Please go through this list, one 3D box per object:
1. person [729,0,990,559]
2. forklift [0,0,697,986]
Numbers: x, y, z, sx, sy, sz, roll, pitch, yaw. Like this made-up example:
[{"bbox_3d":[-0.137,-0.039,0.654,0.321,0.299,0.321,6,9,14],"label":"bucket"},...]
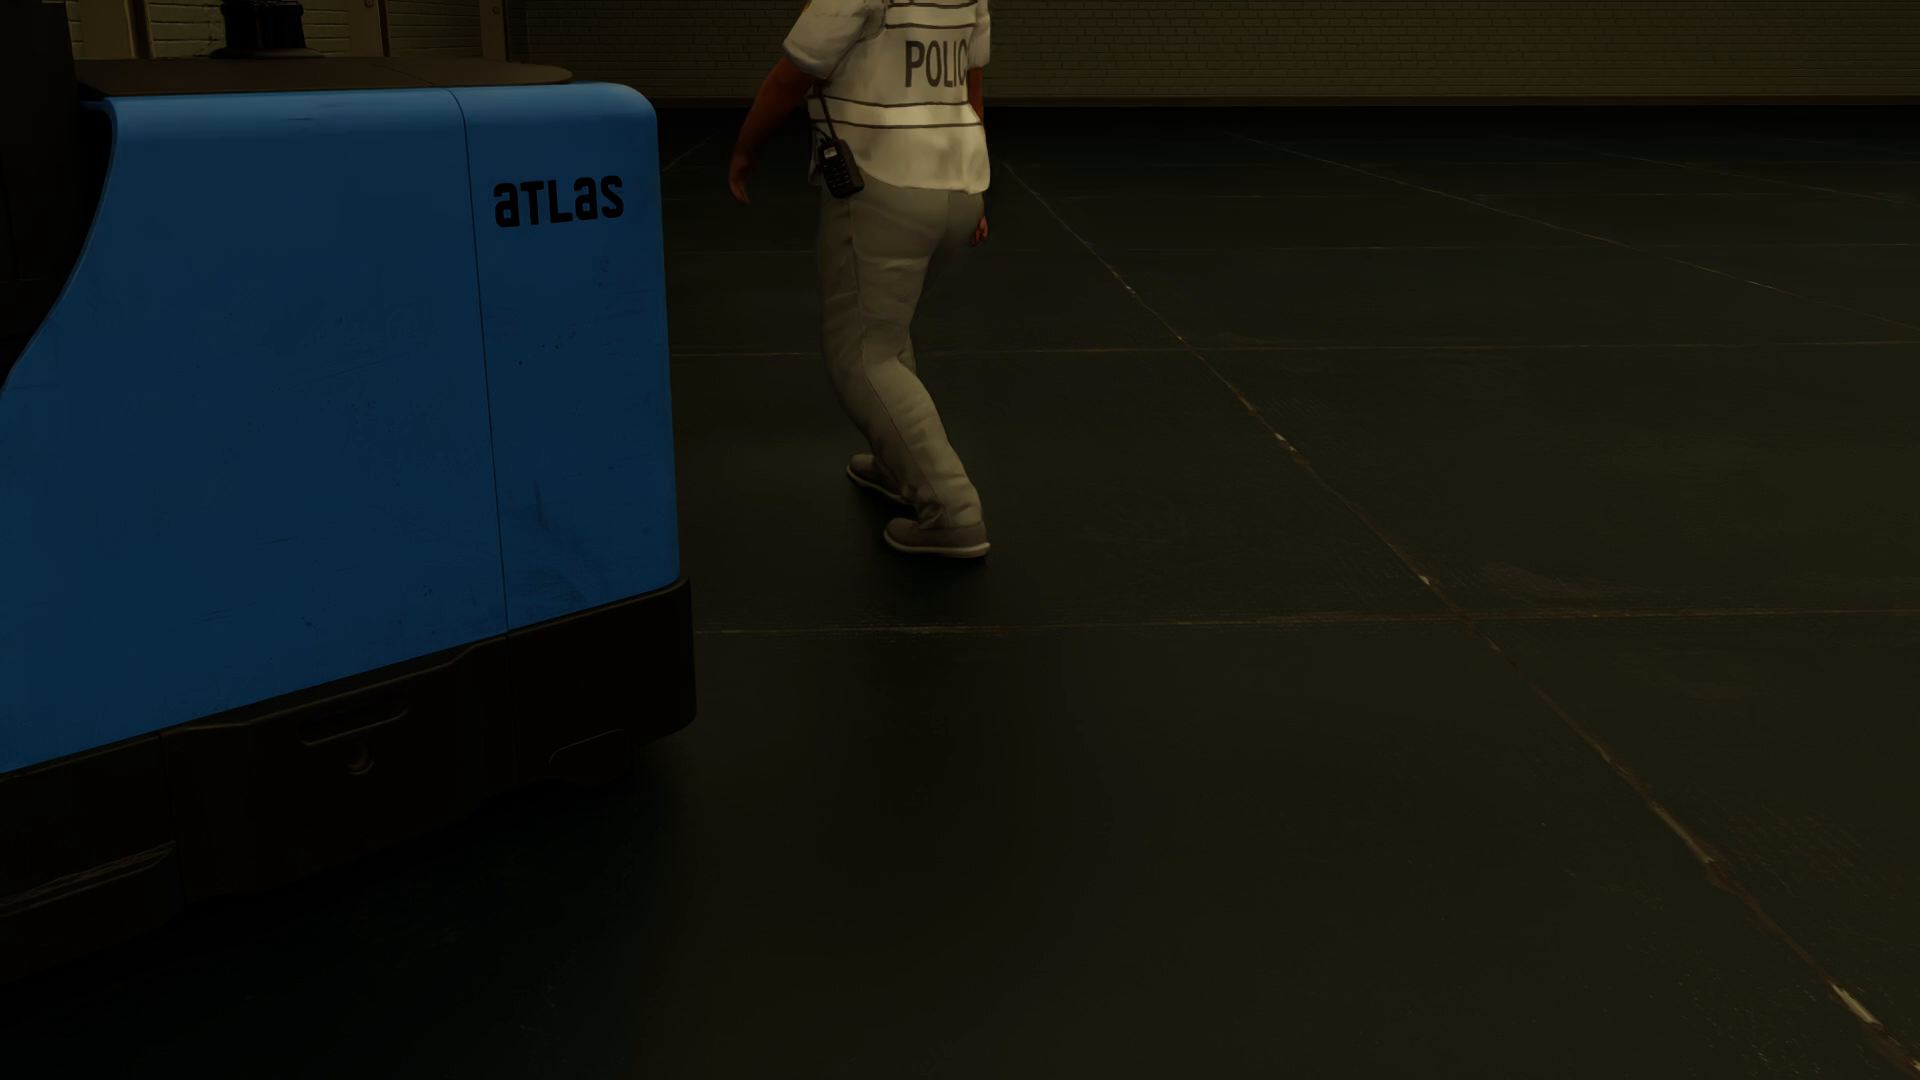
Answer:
[{"bbox_3d":[-0.156,-0.809,3.840,0.702,1.599,0.619,9,19,26],"label":"person"},{"bbox_3d":[-1.821,-0.834,1.634,1.130,2.935,3.031,16,23,42],"label":"forklift"}]
